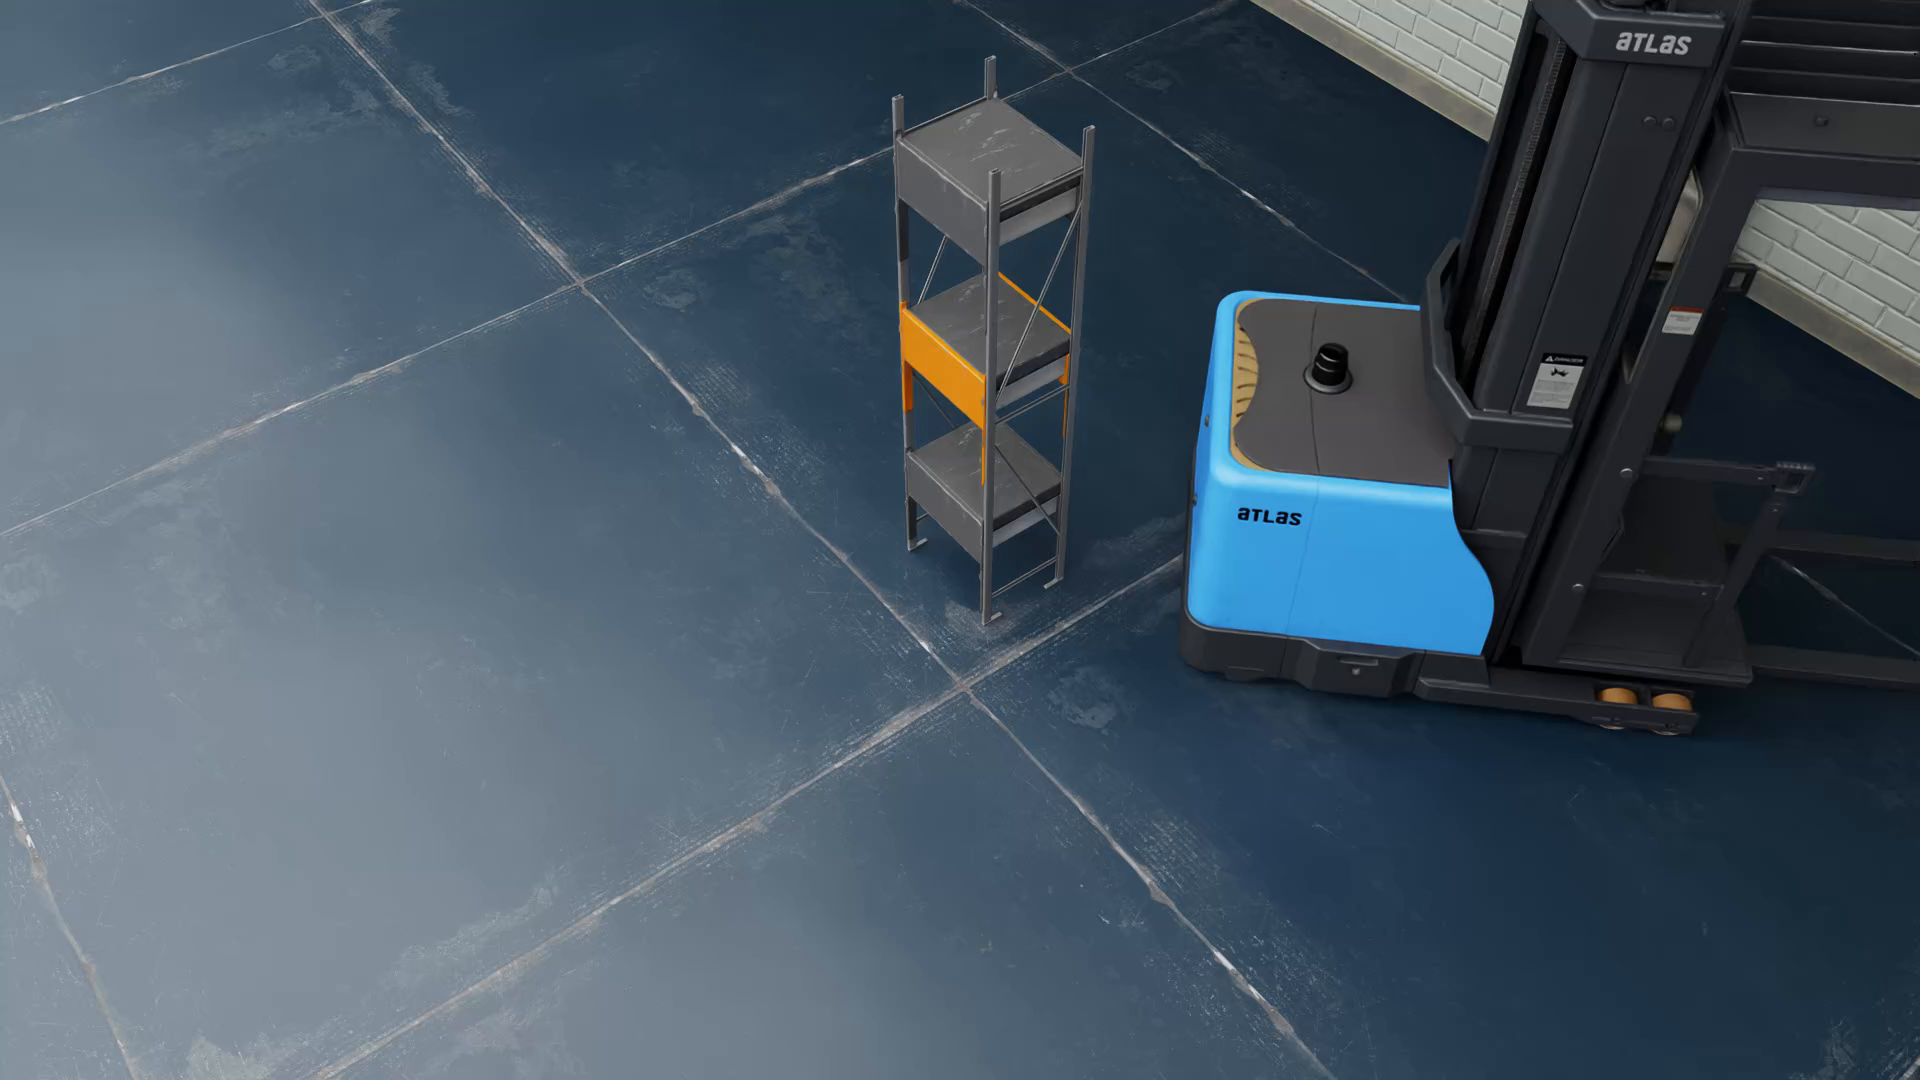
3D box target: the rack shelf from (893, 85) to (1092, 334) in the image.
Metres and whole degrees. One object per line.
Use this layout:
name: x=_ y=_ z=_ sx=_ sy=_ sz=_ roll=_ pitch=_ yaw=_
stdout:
rack shelf: x=0.100 y=-1.069 z=5.374 sx=0.431 sy=0.518 sz=0.480 roll=-29 pitch=54 yaw=-24

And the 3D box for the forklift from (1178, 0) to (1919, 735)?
forklift: x=2.381 y=-0.692 z=5.397 sx=3.031 sy=2.935 sz=1.130 roll=6 pitch=48 yaw=5

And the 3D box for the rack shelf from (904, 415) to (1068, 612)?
rack shelf: x=0.100 y=-0.128 z=6.411 sx=0.431 sy=0.518 sz=0.480 roll=-29 pitch=54 yaw=-24

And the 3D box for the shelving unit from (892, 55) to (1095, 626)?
shelving unit: x=0.100 y=-0.608 z=5.882 sx=0.431 sy=2.100 sz=0.503 roll=-29 pitch=54 yaw=-24

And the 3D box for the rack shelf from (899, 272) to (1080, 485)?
rack shelf: x=0.100 y=-0.598 z=5.893 sx=0.431 sy=0.518 sz=0.480 roll=-29 pitch=54 yaw=-24

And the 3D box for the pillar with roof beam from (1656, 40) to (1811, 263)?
pillar with roof beam: x=-0.078 y=-2.413 z=2.862 sx=9.100 sy=9.000 sz=0.400 roll=-29 pitch=54 yaw=-24

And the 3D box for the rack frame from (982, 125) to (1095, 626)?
rack frame: x=0.248 y=-0.464 z=5.752 sx=0.400 sy=2.100 sz=0.015 roll=-29 pitch=54 yaw=-24

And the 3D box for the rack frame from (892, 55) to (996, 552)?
rack frame: x=-0.048 y=-0.751 z=6.013 sx=0.400 sy=2.100 sz=0.015 roll=-29 pitch=54 yaw=-24
